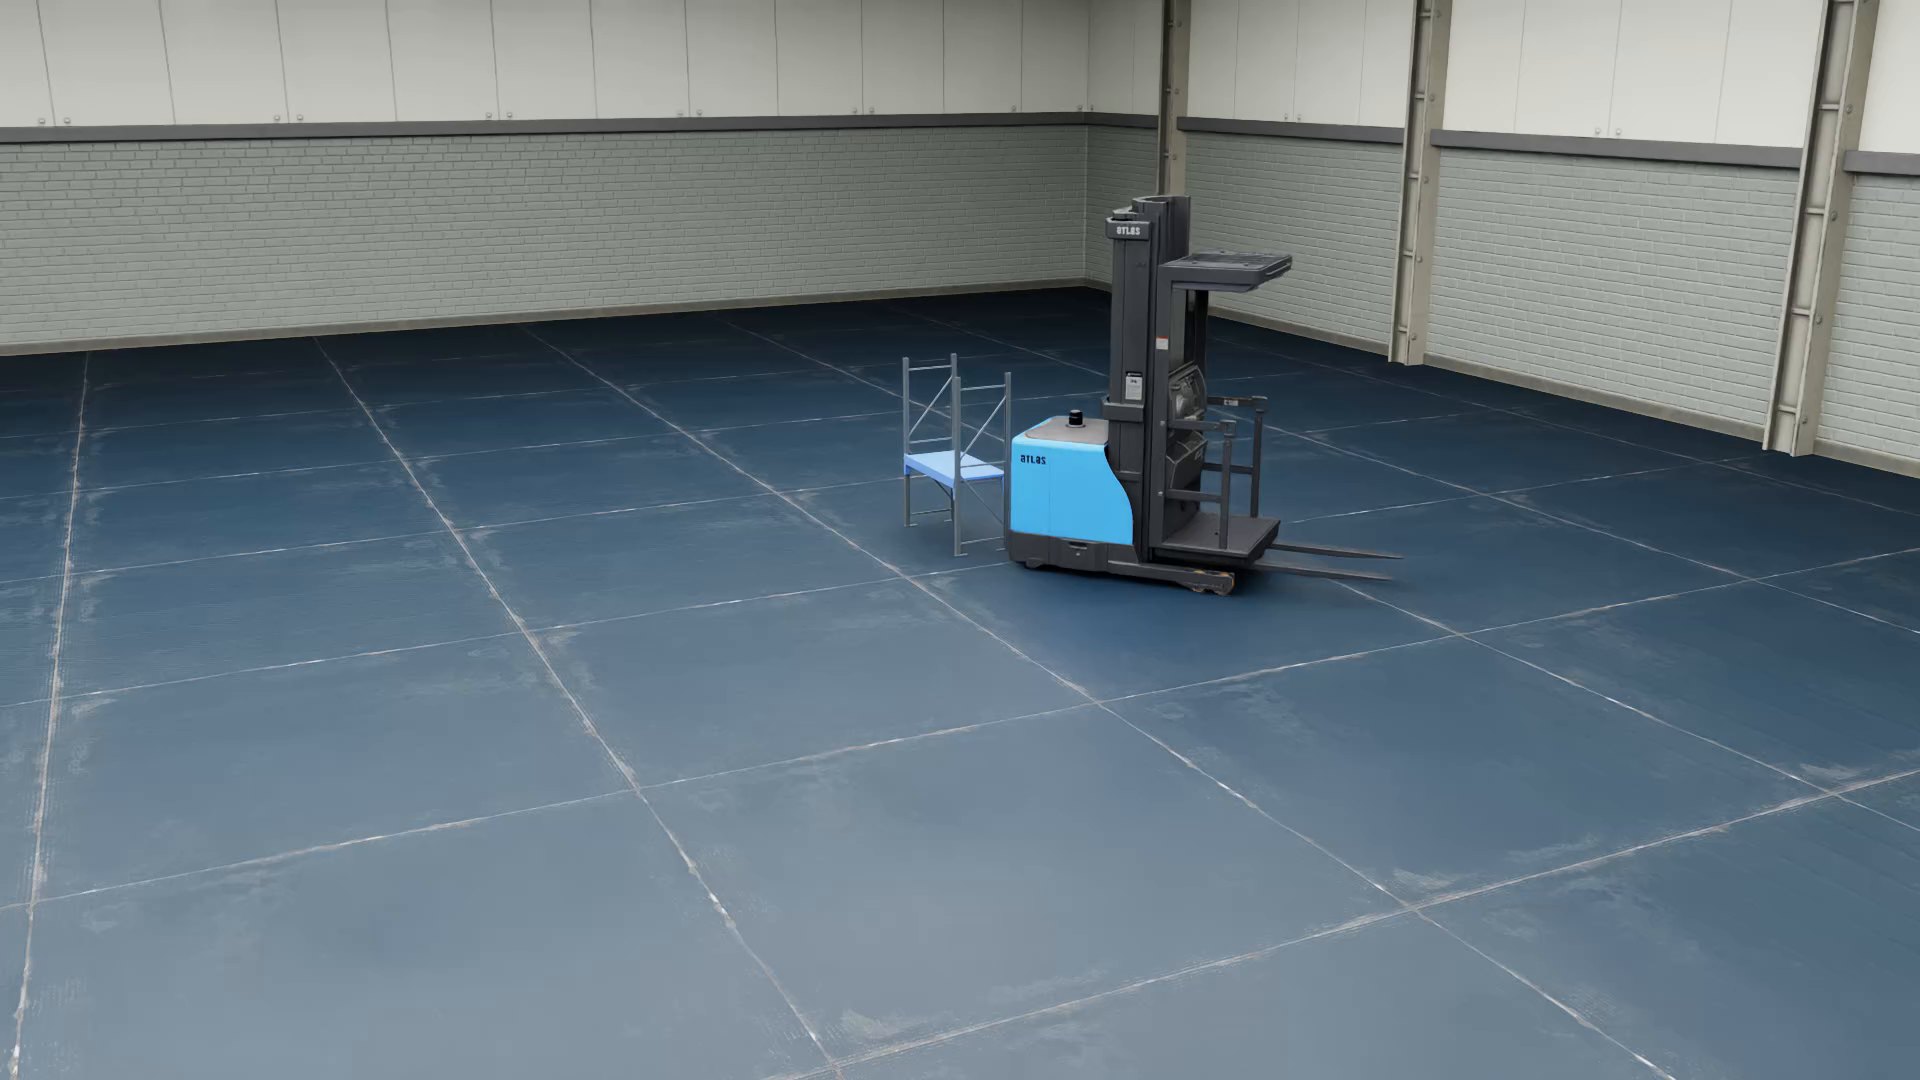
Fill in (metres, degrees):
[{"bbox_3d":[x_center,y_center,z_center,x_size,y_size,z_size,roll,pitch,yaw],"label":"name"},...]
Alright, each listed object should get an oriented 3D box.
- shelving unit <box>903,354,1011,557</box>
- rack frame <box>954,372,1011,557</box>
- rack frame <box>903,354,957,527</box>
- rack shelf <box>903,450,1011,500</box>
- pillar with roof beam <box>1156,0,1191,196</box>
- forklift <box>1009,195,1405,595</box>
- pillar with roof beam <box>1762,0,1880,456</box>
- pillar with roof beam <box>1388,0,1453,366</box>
[{"bbox_3d":[-0.037,-0.742,14.117,0.538,1.500,1.048,-8,18,-25],"label":"shelving unit"},{"bbox_3d":[0.185,-0.616,13.678,0.500,1.500,0.032,-8,18,-25],"label":"rack frame"},{"bbox_3d":[-0.260,-0.868,14.557,0.500,1.500,0.032,-8,18,-25],"label":"rack frame"},{"bbox_3d":[-0.037,-0.569,14.167,0.538,0.185,1.000,-8,18,-25],"label":"rack shelf"},{"bbox_3d":[-0.411,-7.715,24.821,9.100,9.000,0.400,-8,18,-25],"label":"pillar with roof beam"},{"bbox_3d":[1.962,-1.151,12.949,3.031,2.935,1.130,7,17,22],"label":"forklift"},{"bbox_3d":[4.847,-4.739,14.452,9.100,9.000,0.400,-8,18,-25],"label":"pillar with roof beam"},{"bbox_3d":[2.218,-6.227,19.636,9.100,9.000,0.400,-8,18,-25],"label":"pillar with roof beam"}]
